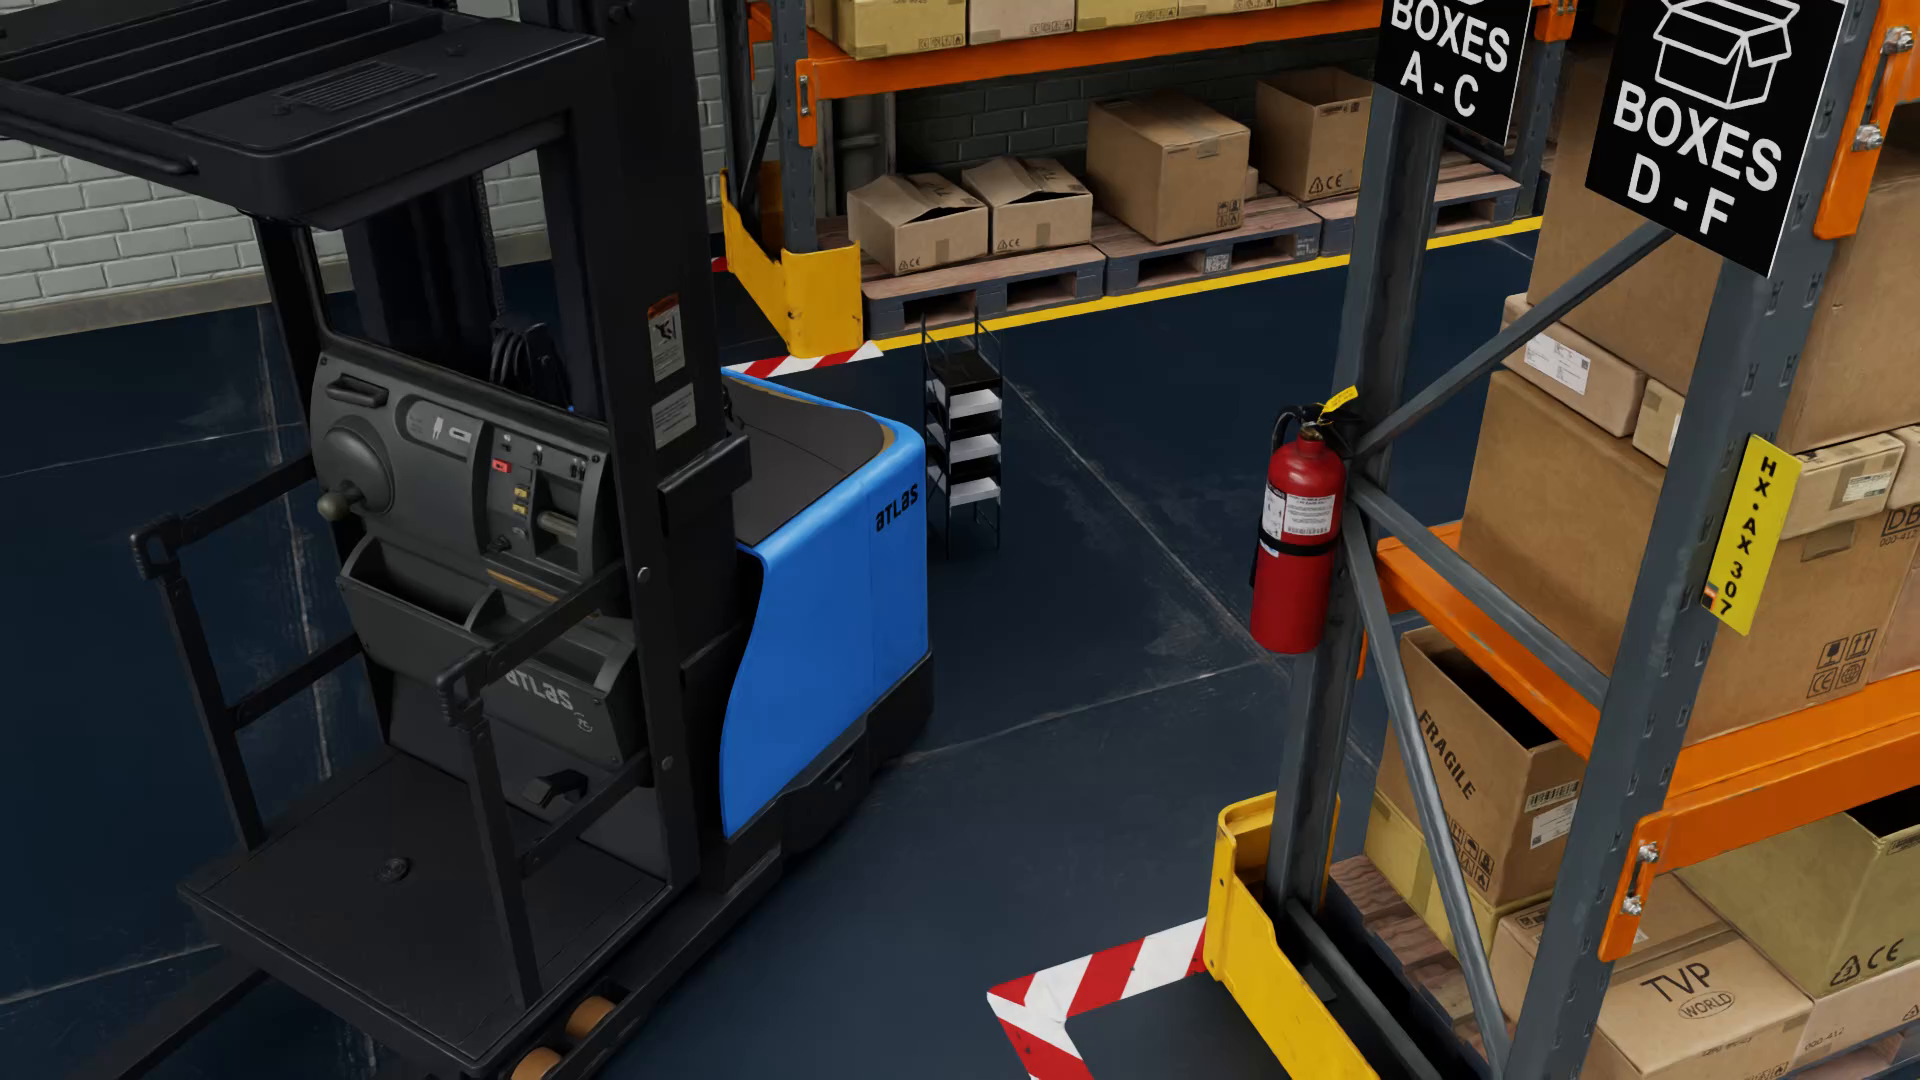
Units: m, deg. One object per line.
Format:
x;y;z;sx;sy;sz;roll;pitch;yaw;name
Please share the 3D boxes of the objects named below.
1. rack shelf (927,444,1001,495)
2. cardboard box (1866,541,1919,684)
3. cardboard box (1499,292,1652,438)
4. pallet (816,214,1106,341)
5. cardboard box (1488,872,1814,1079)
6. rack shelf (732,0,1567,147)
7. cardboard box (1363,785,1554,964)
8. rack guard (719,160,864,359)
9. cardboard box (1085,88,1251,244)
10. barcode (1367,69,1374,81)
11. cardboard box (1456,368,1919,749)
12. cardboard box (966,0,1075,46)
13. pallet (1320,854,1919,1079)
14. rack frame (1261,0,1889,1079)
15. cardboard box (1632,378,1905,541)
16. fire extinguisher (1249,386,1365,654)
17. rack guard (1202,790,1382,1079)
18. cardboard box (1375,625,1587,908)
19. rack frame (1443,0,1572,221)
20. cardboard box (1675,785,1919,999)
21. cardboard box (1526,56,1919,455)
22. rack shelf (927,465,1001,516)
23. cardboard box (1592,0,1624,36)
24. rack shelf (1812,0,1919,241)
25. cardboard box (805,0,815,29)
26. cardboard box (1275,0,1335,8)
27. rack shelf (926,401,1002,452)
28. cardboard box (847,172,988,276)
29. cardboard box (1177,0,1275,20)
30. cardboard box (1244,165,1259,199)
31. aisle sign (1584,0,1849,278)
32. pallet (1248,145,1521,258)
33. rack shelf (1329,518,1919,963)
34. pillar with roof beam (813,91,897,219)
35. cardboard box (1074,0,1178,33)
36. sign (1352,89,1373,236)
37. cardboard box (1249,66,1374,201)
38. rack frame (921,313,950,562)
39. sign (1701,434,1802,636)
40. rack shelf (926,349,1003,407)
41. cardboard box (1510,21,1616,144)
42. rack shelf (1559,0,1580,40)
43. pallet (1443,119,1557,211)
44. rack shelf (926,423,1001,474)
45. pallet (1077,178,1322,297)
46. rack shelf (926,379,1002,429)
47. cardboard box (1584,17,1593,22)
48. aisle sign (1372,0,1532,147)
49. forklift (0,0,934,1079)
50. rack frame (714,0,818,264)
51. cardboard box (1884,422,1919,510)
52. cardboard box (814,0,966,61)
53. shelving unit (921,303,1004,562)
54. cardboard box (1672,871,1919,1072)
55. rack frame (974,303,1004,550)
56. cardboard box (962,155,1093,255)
0.007;-0.276;6.074;0.200;0.077;0.258;-13;35;-19;rack shelf
1.962;-0.136;3.618;0.500;0.500;0.700;-12;35;-18;cardboard box
1.323;-0.379;3.396;0.250;0.149;0.380;-13;35;-20;cardboard box
-0.044;-1.380;8.178;1.213;0.211;1.003;-13;35;-19;pallet
1.625;1.086;3.967;0.500;0.250;0.500;-13;35;-19;cardboard box
0.967;-2.500;8.002;4.000;0.370;1.077;-13;35;-19;rack shelf
1.424;0.826;4.367;0.500;0.250;0.500;-13;35;-19;cardboard box
-0.807;-1.348;7.863;0.348;0.500;1.175;-13;35;-19;rack guard
1.017;-1.867;8.257;0.500;0.500;0.700;-15;36;-22;cardboard box
2.220;-2.501;8.939;0.075;0.075;0.001;-13;35;-19;barcode
1.479;-0.023;3.444;0.500;0.500;0.700;-13;35;-19;cardboard box
0.169;-2.385;7.284;0.500;0.250;0.500;-14;36;-20;cardboard box
1.733;1.097;4.370;1.213;0.211;1.003;-13;35;-19;pallet
1.044;0.111;3.329;0.127;3.000;1.000;-13;35;-19;rack frame
1.489;-0.177;3.086;0.250;0.149;0.380;-13;35;-19;cardboard box
0.755;-0.065;3.671;0.183;0.674;0.296;-13;35;-19;fire extinguisher
1.022;1.164;4.003;0.348;0.500;1.175;-13;35;-19;rack guard
1.423;0.510;4.164;0.500;0.500;0.500;-13;35;-19;cardboard box
2.811;-3.224;8.454;0.127;3.000;1.000;-13;35;-19;rack frame
2.085;0.665;3.926;0.500;0.500;0.500;-13;35;-19;cardboard box
1.528;-0.578;3.107;0.500;0.500;0.700;-13;35;-19;cardboard box
0.007;-0.200;6.124;0.200;0.077;0.258;-13;35;-19;rack shelf
3.888;-2.933;9.209;0.500;0.250;0.500;-14;35;-20;cardboard box
2.888;-1.267;3.356;4.000;0.370;1.077;-13;35;-19;rack shelf
-0.521;-2.521;7.493;0.500;0.250;0.500;-12;35;-18;cardboard box
1.571;-2.702;7.771;0.500;0.250;0.500;-13;35;-19;cardboard box
0.007;-0.426;5.976;0.200;0.077;0.258;-13;35;-19;rack shelf
-0.204;-1.538;7.925;0.500;0.311;0.500;-17;37;-24;cardboard box
1.108;-2.595;7.607;0.500;0.250;0.500;-13;35;-19;cardboard box
1.329;-1.886;8.608;0.250;0.149;0.380;-16;36;-23;cardboard box
1.102;-0.811;2.362;0.004;0.787;0.394;-13;35;-19;aisle sign
2.205;-1.895;8.970;1.213;0.211;1.003;-13;35;-19;pallet
2.888;-0.010;4.174;4.000;0.370;1.077;-13;35;-19;rack shelf
1.100;-3.312;3.089;0.400;9.000;9.100;-13;35;-19;pillar with roof beam
0.641;-2.490;7.445;0.500;0.250;0.500;-13;35;-20;cardboard box
0.847;-0.750;3.373;0.005;0.325;0.100;-13;35;-19;sign
1.870;-2.121;8.648;0.500;0.500;0.500;-16;36;-22;cardboard box
-0.086;-0.357;5.974;0.006;0.900;0.240;-13;35;-19;rack frame
1.253;-0.005;2.641;0.005;0.325;0.100;-13;35;-19;sign
0.007;-0.577;5.878;0.200;0.077;0.258;-13;35;-19;rack shelf
3.483;-2.524;9.268;0.500;0.500;0.700;-12;35;-17;cardboard box
4.655;-3.345;9.299;4.000;0.370;1.077;-13;35;-19;rack shelf
3.528;-2.220;9.469;1.213;0.211;1.003;-13;35;-19;pallet
0.007;-0.351;6.025;0.200;0.077;0.258;-13;35;-19;rack shelf
1.079;-1.636;8.570;1.213;0.211;1.003;-13;35;-19;pallet
0.007;-0.502;5.927;0.200;0.077;0.258;-13;35;-19;rack shelf
3.940;-2.659;9.474;0.500;0.500;0.700;-14;35;-20;cardboard box
0.870;-1.113;2.826;0.004;0.787;0.394;-13;35;-19;aisle sign
-1.294;-0.107;3.728;1.130;2.935;3.031;19;38;27;forklift
-0.877;-2.379;7.156;0.127;3.000;1.000;-13;35;-19;rack frame
1.732;-0.235;3.174;0.250;0.149;0.380;-14;36;-20;cardboard box
-0.304;-2.268;7.105;0.500;0.250;0.500;-14;36;-20;cardboard box
0.007;-0.379;6.007;0.210;0.900;0.258;-13;35;-19;shelving unit
2.084;0.979;4.132;0.500;0.250;0.500;-13;35;-19;cardboard box
0.101;-0.400;6.040;0.006;0.900;0.240;-13;35;-19;rack frame
0.321;-1.658;8.110;0.500;0.311;0.500;-10;34;-15;cardboard box
